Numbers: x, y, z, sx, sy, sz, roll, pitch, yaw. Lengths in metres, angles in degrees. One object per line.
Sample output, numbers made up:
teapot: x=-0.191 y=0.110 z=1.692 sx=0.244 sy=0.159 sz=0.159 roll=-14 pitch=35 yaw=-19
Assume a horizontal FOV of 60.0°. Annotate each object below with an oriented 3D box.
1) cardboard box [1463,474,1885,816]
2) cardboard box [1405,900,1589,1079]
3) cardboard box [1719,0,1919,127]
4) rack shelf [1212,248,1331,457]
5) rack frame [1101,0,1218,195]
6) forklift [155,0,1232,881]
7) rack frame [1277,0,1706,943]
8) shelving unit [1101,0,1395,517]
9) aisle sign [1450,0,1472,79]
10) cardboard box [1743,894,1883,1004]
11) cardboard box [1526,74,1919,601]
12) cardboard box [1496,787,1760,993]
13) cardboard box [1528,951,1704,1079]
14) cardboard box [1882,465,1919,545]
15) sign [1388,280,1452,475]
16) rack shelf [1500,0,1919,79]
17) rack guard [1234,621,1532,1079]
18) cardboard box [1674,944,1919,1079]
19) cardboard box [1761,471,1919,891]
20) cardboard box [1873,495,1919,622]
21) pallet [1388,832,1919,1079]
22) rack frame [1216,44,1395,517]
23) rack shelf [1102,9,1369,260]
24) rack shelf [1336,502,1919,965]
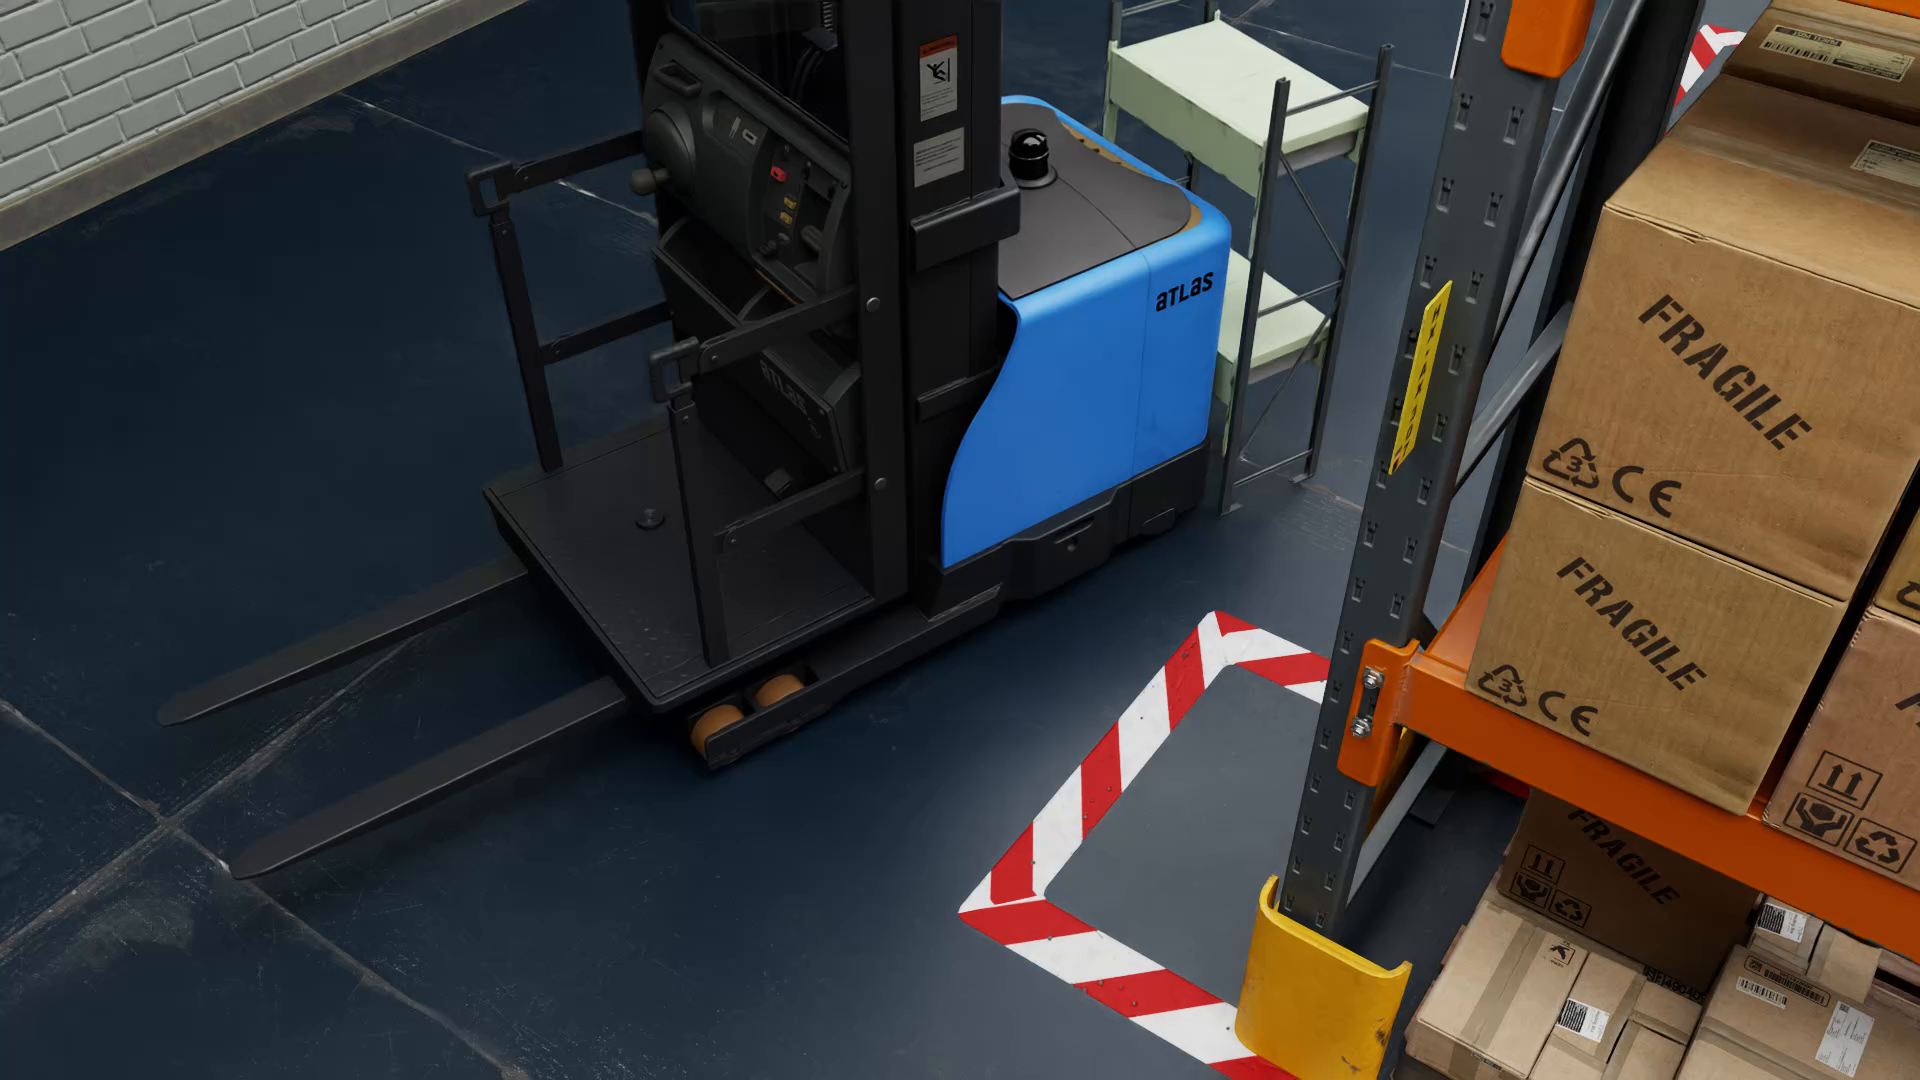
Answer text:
cardboard box: x=1.252 y=0.050 z=2.870 sx=0.500 sy=0.500 sz=0.500 roll=26 pitch=48 yaw=26
cardboard box: x=1.186 y=1.019 z=3.669 sx=0.250 sy=0.149 sz=0.380 roll=25 pitch=48 yaw=25
cardboard box: x=1.563 y=-0.617 z=2.865 sx=0.500 sy=0.500 sz=0.500 roll=25 pitch=47 yaw=25
rack shelf: x=0.804 y=-0.672 z=5.365 sx=0.431 sy=0.370 sz=0.720 roll=-23 pitch=47 yaw=-23
rack frame: x=0.609 y=-1.121 z=5.378 sx=0.400 sy=1.500 sz=0.023 roll=-23 pitch=47 yaw=-23
forklift: x=-0.711 y=-0.878 z=4.034 sx=3.031 sy=2.935 sz=1.130 roll=-26 pitch=48 yaw=-26
rack frame: x=1.040 y=-0.227 z=3.254 sx=0.127 sy=3.000 sz=1.000 roll=25 pitch=48 yaw=25
shelving unit: x=0.804 y=-0.915 z=5.148 sx=0.431 sy=1.500 sz=0.755 roll=-23 pitch=47 yaw=-23
aisle sign: x=0.816 y=-1.062 z=2.237 sx=0.004 sy=0.787 sz=0.394 roll=25 pitch=48 yaw=25
cardboard box: x=1.907 y=0.943 z=3.742 sx=0.250 sy=0.166 sz=0.380 roll=25 pitch=48 yaw=25
cardboard box: x=1.252 y=-0.323 z=2.537 sx=0.500 sy=0.500 sz=0.500 roll=27 pitch=48 yaw=27
cardboard box: x=1.627 y=0.614 z=3.859 sx=0.500 sy=0.500 sz=0.500 roll=25 pitch=48 yaw=25
cardboard box: x=1.391 y=1.109 z=3.556 sx=0.250 sy=0.166 sz=0.380 roll=25 pitch=48 yaw=25
cardboard box: x=1.990 y=-0.045 z=2.975 sx=0.500 sy=0.500 sz=0.500 roll=25 pitch=48 yaw=26
sign: x=0.729 y=-0.253 z=2.634 sx=0.005 sy=0.325 sz=0.100 roll=25 pitch=48 yaw=25
rack shelf: x=2.678 y=-0.311 z=1.638 sx=4.000 sy=0.370 sz=1.077 roll=25 pitch=48 yaw=25
rack guard: x=1.103 y=0.734 z=4.055 sx=0.348 sy=0.500 sz=1.175 roll=25 pitch=48 yaw=25
cardboard box: x=1.732 y=1.188 z=3.405 sx=0.500 sy=0.250 sz=0.500 roll=25 pitch=48 yaw=25
cardboard box: x=1.678 y=0.244 z=2.653 sx=0.500 sy=0.500 sz=0.500 roll=25 pitch=47 yaw=25
cardboard box: x=1.685 y=-0.127 z=2.318 sx=0.500 sy=0.500 sz=0.500 roll=26 pitch=48 yaw=26
pallet: x=1.756 y=1.146 z=3.811 sx=1.213 sy=0.211 sz=1.003 roll=25 pitch=48 yaw=25
rack frame: x=1.000 y=-0.708 z=4.917 sx=0.400 sy=1.500 sz=0.023 roll=-23 pitch=47 yaw=-23
rack shelf: x=0.804 y=-1.206 z=4.887 sx=0.431 sy=0.370 sz=0.720 roll=-23 pitch=47 yaw=-23
rack shelf: x=2.678 y=0.807 z=2.638 sx=4.000 sy=0.370 sz=1.077 roll=25 pitch=48 yaw=25
